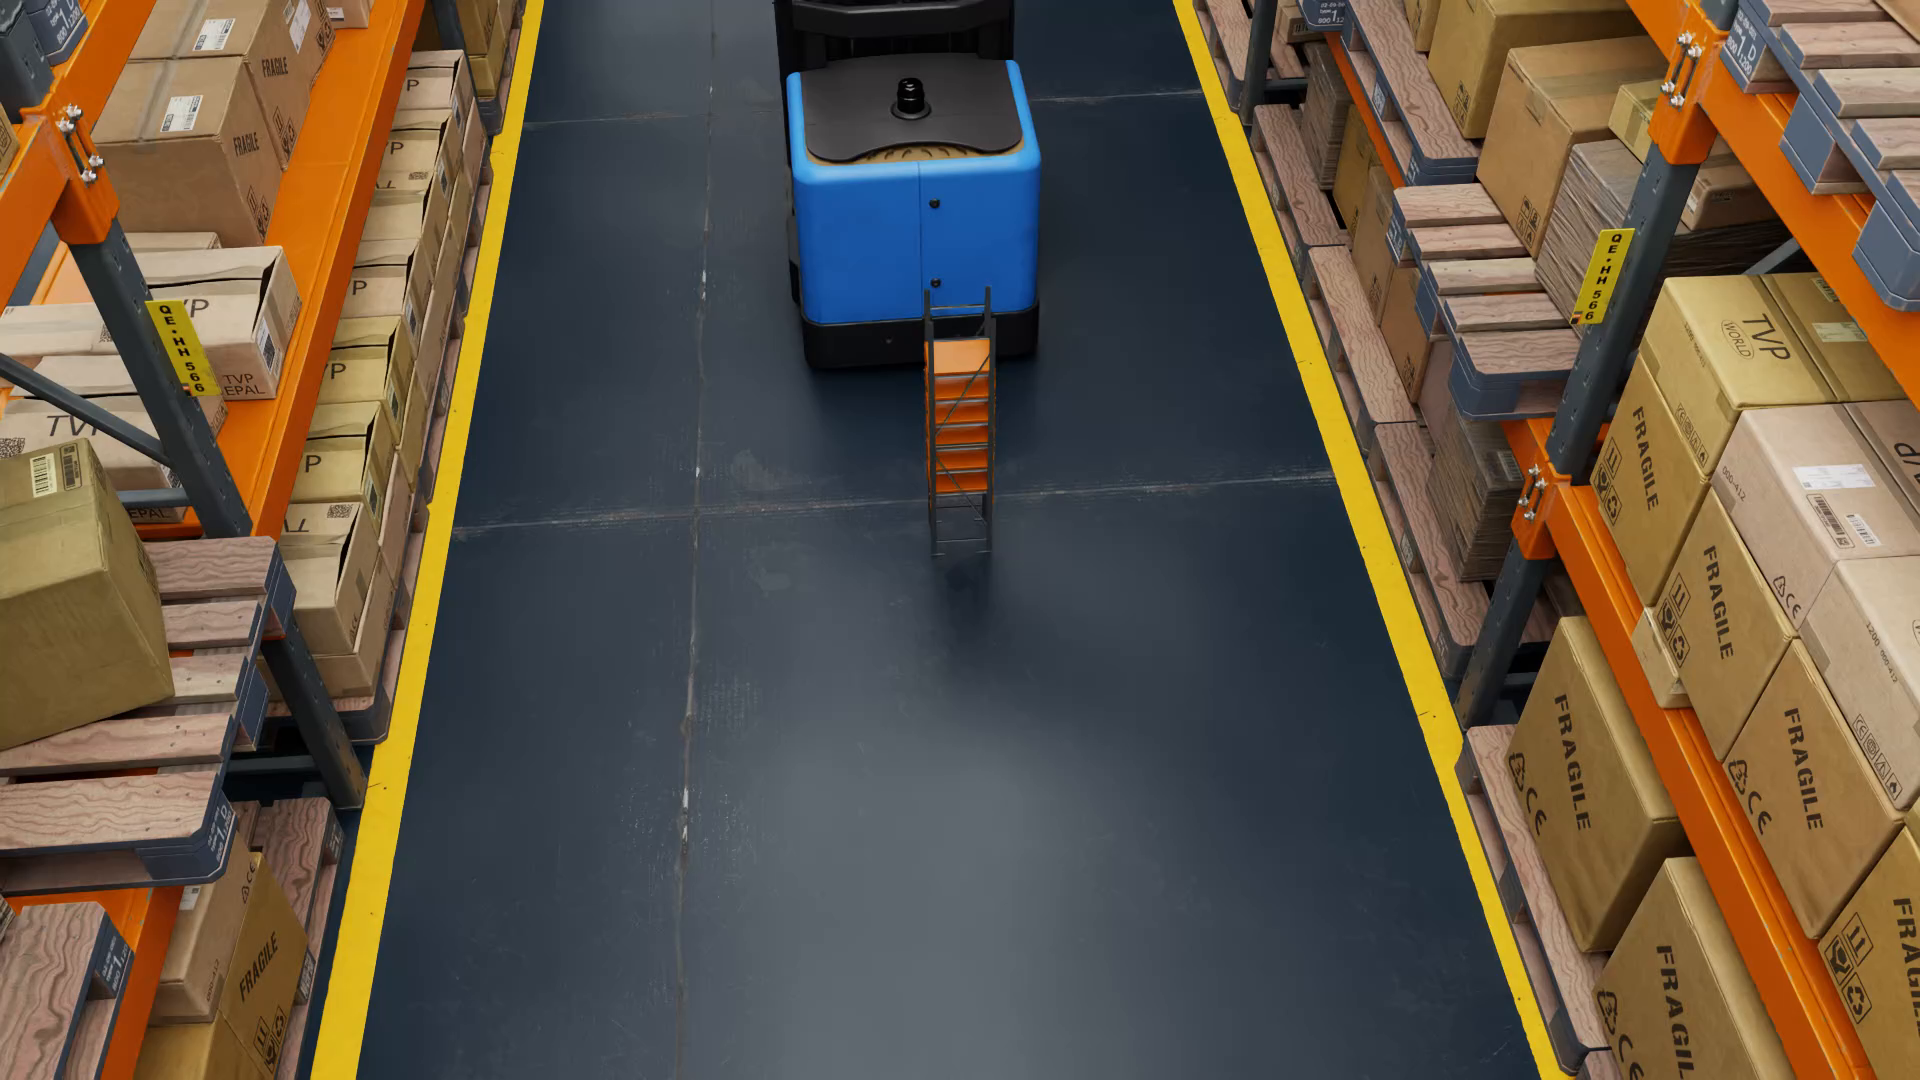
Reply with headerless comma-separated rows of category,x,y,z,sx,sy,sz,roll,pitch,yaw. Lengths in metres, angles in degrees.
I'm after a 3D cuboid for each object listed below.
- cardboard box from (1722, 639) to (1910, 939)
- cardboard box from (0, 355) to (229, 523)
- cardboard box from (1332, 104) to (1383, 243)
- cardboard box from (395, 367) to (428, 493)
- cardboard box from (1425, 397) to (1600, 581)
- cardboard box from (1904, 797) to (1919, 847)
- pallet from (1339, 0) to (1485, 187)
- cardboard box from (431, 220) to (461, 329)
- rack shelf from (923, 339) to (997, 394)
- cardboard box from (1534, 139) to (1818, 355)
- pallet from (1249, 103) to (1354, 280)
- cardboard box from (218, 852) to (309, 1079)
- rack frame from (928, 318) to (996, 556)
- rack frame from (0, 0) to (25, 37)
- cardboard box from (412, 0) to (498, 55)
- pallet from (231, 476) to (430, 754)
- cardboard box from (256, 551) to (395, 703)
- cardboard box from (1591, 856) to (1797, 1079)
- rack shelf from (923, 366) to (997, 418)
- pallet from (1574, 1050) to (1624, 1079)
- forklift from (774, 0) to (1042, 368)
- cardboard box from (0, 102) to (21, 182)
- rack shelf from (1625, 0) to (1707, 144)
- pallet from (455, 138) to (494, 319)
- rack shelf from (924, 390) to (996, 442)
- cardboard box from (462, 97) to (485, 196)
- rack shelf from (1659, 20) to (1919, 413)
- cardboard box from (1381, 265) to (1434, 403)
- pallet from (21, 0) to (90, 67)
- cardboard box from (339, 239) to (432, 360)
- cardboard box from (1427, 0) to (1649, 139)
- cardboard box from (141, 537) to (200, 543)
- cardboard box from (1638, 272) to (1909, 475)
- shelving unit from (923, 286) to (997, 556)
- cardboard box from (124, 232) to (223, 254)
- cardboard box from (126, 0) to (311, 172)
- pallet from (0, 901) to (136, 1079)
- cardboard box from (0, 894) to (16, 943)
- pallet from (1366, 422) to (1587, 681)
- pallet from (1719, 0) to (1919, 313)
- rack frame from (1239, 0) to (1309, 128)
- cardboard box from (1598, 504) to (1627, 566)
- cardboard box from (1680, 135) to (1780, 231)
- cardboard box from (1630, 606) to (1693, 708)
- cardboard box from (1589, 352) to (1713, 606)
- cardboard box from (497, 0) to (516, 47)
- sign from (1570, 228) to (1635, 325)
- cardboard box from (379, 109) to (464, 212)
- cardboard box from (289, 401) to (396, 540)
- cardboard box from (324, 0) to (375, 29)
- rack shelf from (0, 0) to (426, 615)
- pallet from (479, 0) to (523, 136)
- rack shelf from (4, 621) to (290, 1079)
cardboard box,2.191,0.562,3.864,0.500,0.500,0.500,-4,47,-3
cardboard box,-2.592,-0.331,5.059,0.500,0.311,0.500,-1,47,-1
cardboard box,2.167,-1.683,7.697,0.700,0.500,0.500,-4,47,-4
cardboard box,-2.449,-0.431,6.697,0.500,0.250,0.500,-5,47,-4
cardboard box,2.218,-0.209,6.301,0.700,0.500,0.500,-3,47,-3
cardboard box,2.252,0.662,3.253,0.500,0.250,0.500,-4,47,-4
pallet,2.124,-1.764,6.486,1.003,0.211,1.213,-3,47,-3
cardboard box,-2.533,-1.170,7.397,0.500,0.250,0.500,-3,47,-2
rack shelf,-0.001,-0.640,6.095,0.258,0.103,0.180,-3,47,-3
cardboard box,2.281,-0.925,5.188,0.700,0.500,0.500,-8,47,-8
pallet,2.062,-1.772,8.283,1.003,0.211,1.213,-3,47,-3
cardboard box,-2.293,1.275,4.896,0.500,0.500,0.500,-2,47,-2
rack frame,0.006,-0.357,6.262,0.240,1.200,0.006,-3,47,-3
rack frame,-2.605,-2.159,2.597,1.000,3.000,0.127,-3,47,-3
cardboard box,-2.667,-2.801,8.425,0.500,0.500,0.500,-3,47,-3
pallet,-2.635,0.265,6.354,1.003,0.211,1.213,-3,47,-3
cardboard box,-2.357,0.308,5.997,0.500,0.250,0.500,-4,47,-3
cardboard box,2.328,1.369,4.579,0.750,0.750,0.750,-4,47,-3
rack shelf,-0.001,-0.558,6.182,0.258,0.103,0.180,-3,47,-3
pallet,2.421,2.015,4.697,1.003,0.211,1.213,-3,47,-3
forklift,-0.323,-2.846,7.427,1.130,2.935,3.031,-4,47,-4
cardboard box,-2.535,-0.848,3.353,0.910,0.500,0.500,-3,47,-3
rack shelf,2.163,-2.631,5.605,1.077,0.370,4.000,-3,47,-3
pallet,-2.840,-1.501,8.026,1.003,0.211,1.213,-3,47,-3
rack shelf,-0.001,-0.475,6.269,0.258,0.103,0.180,-3,47,-3
cardboard box,-2.617,-1.907,8.094,0.500,0.250,0.500,-4,47,-4
rack shelf,2.498,0.263,2.864,1.077,0.370,4.000,-3,47,-3
cardboard box,2.221,-0.947,6.999,0.700,0.500,0.500,-4,47,-4
pallet,-2.751,-1.548,4.214,1.213,0.211,1.003,-2,47,-1
cardboard box,-2.493,-1.005,6.854,0.500,0.311,0.500,-4,47,-4
cardboard box,2.155,-1.825,6.041,0.700,0.500,0.500,-3,47,-3
cardboard box,-2.895,0.148,5.762,0.500,0.311,0.500,-2,47,-2
cardboard box,2.114,-0.436,4.293,0.500,0.250,0.500,-2,47,-2
shelving unit,-0.001,-0.423,6.324,0.258,1.200,0.189,-3,47,-3
cardboard box,-2.768,-0.929,5.737,0.380,0.149,0.250,0,47,0
cardboard box,-2.806,-1.724,6.248,0.500,0.500,0.500,-3,47,-3
pallet,-2.438,1.377,3.512,1.003,0.211,1.213,-3,47,-3
cardboard box,-2.554,0.847,3.524,0.700,0.500,0.500,4,47,4
pallet,2.267,-0.006,6.611,1.003,0.211,1.213,-3,47,-3
pallet,2.437,-0.904,3.604,1.213,0.211,1.003,-2,47,-1
rack frame,1.996,-3.294,7.804,1.000,3.000,0.127,-3,47,-3
cardboard box,2.127,-0.068,4.908,0.380,0.149,0.250,-4,47,-4
cardboard box,2.272,-1.056,4.866,0.380,0.149,0.250,-9,47,-8
cardboard box,2.078,0.312,4.548,0.380,0.149,0.250,-2,47,-2
cardboard box,2.116,-0.176,4.564,0.500,0.500,0.500,-2,47,-2
cardboard box,-2.714,-2.905,9.040,0.500,0.250,0.500,-3,47,-3
sign,1.791,-0.731,4.633,0.100,0.325,0.005,-3,47,-3
cardboard box,-2.571,-1.730,7.541,0.500,0.311,0.500,-2,47,-2
cardboard box,-2.409,-0.264,6.153,0.500,0.311,0.500,-5,47,-4
cardboard box,-2.684,-2.319,6.973,0.396,0.266,0.258,-5,47,-4
rack shelf,-2.773,-1.296,6.407,1.077,0.370,4.000,-3,47,-3
pallet,-2.965,-2.609,9.076,1.003,0.211,1.213,-3,47,-3
rack shelf,-2.438,1.598,3.666,1.077,0.370,4.000,-3,47,-3
